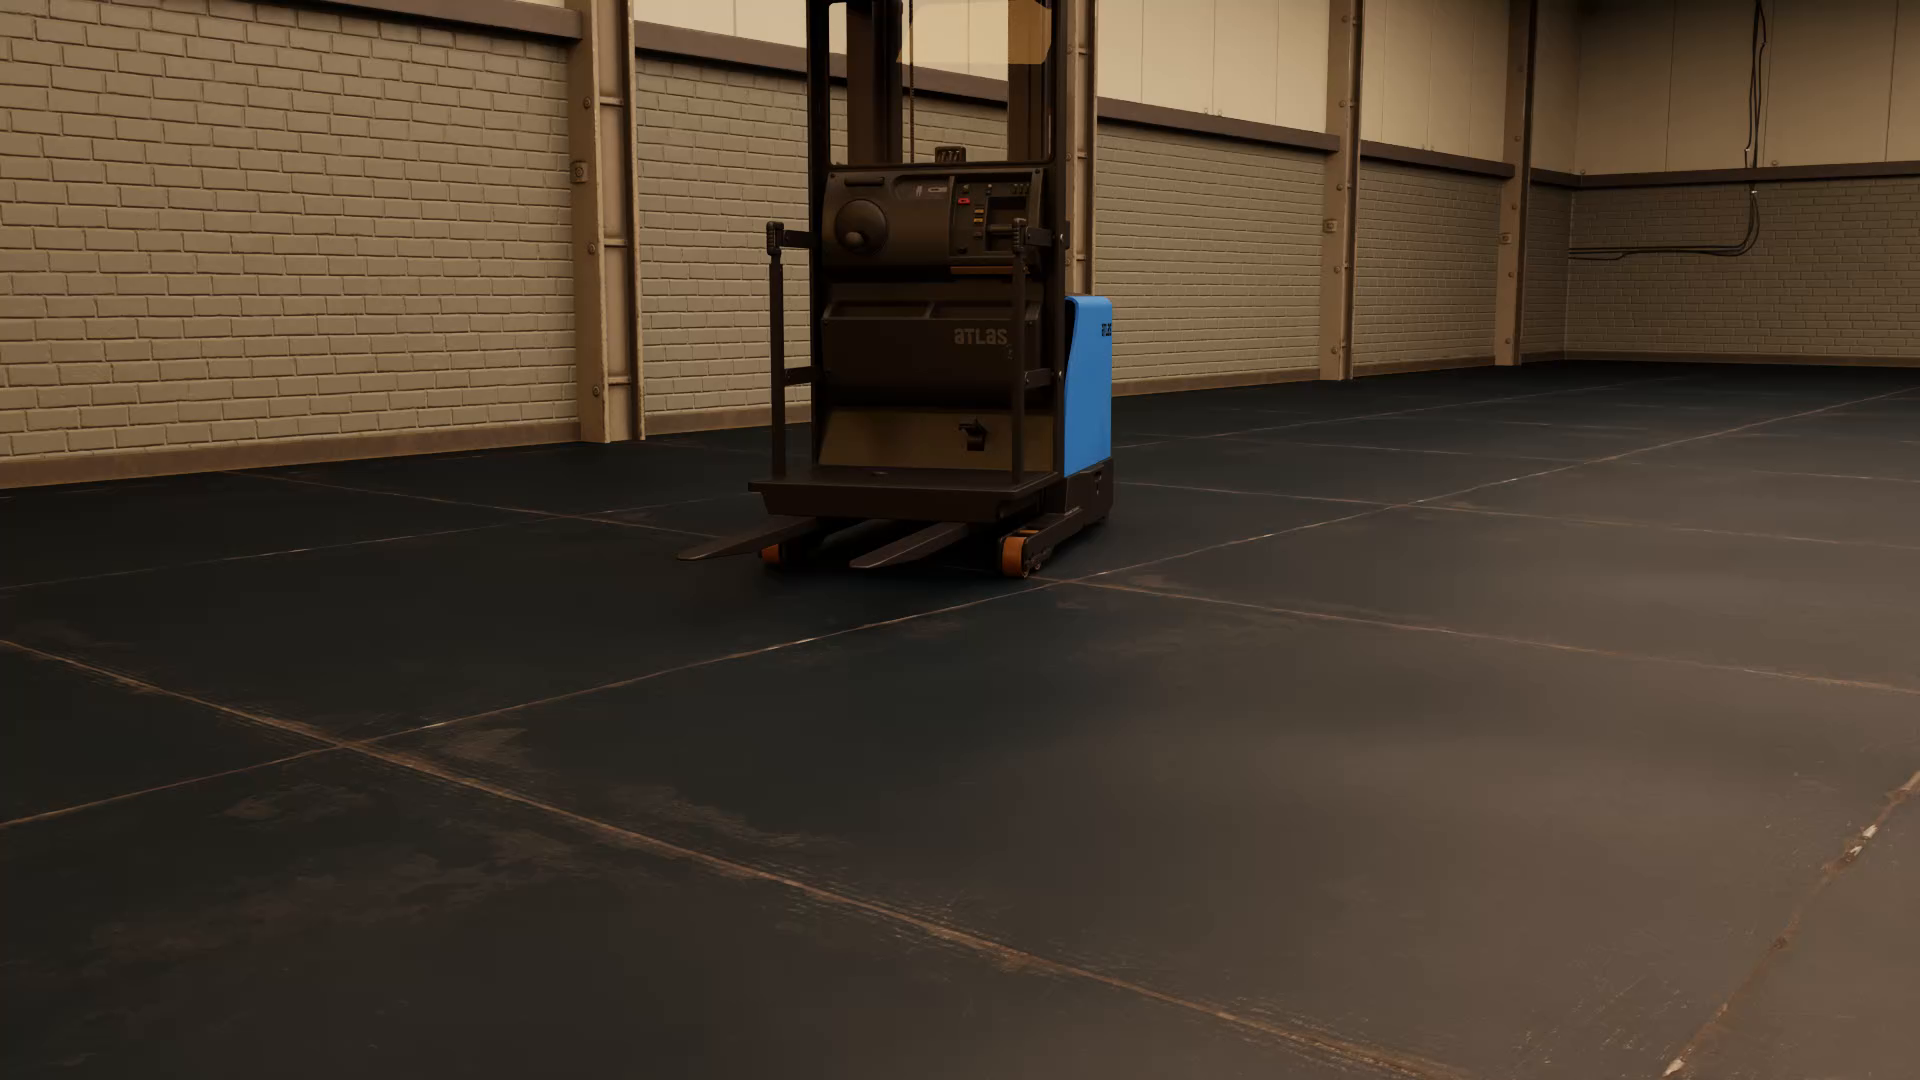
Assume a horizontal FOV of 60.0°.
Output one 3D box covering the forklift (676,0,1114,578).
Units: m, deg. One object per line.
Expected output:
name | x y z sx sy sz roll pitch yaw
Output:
forklift | -0.176 -1.366 6.616 1.130 2.935 3.031 3 9 17
